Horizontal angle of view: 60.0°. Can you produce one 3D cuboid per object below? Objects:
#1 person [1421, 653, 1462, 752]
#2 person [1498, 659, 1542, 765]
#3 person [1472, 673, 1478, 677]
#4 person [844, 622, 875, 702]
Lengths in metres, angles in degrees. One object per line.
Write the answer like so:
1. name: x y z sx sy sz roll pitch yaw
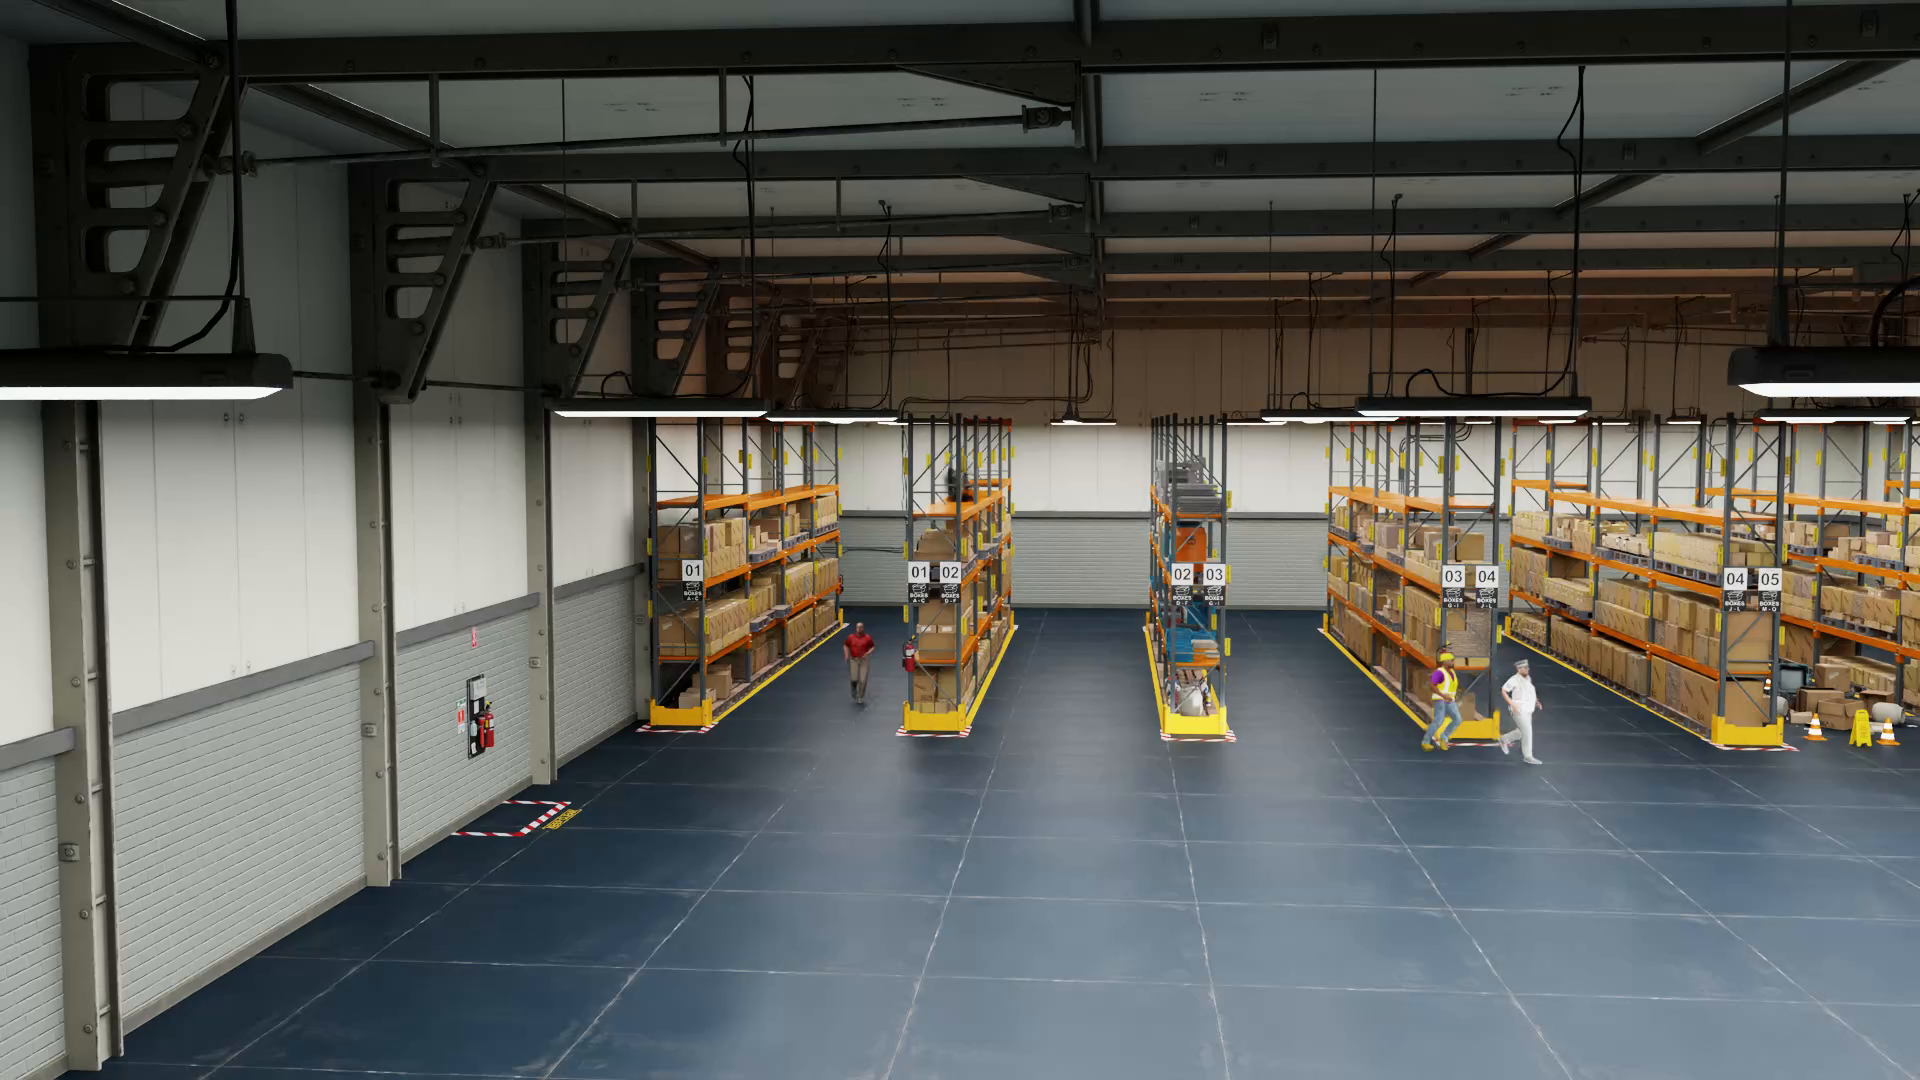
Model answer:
1. person: 8.629 2.876 29.549 0.766 1.744 0.639 -3 5 -36
2. person: 9.624 2.918 28.559 0.686 1.767 0.866 -3 5 -40
3. person: 11.860 2.213 38.343 0.659 1.769 0.966 0 4 6
4. person: -2.093 2.553 34.556 0.664 1.677 0.590 0 4 -2
